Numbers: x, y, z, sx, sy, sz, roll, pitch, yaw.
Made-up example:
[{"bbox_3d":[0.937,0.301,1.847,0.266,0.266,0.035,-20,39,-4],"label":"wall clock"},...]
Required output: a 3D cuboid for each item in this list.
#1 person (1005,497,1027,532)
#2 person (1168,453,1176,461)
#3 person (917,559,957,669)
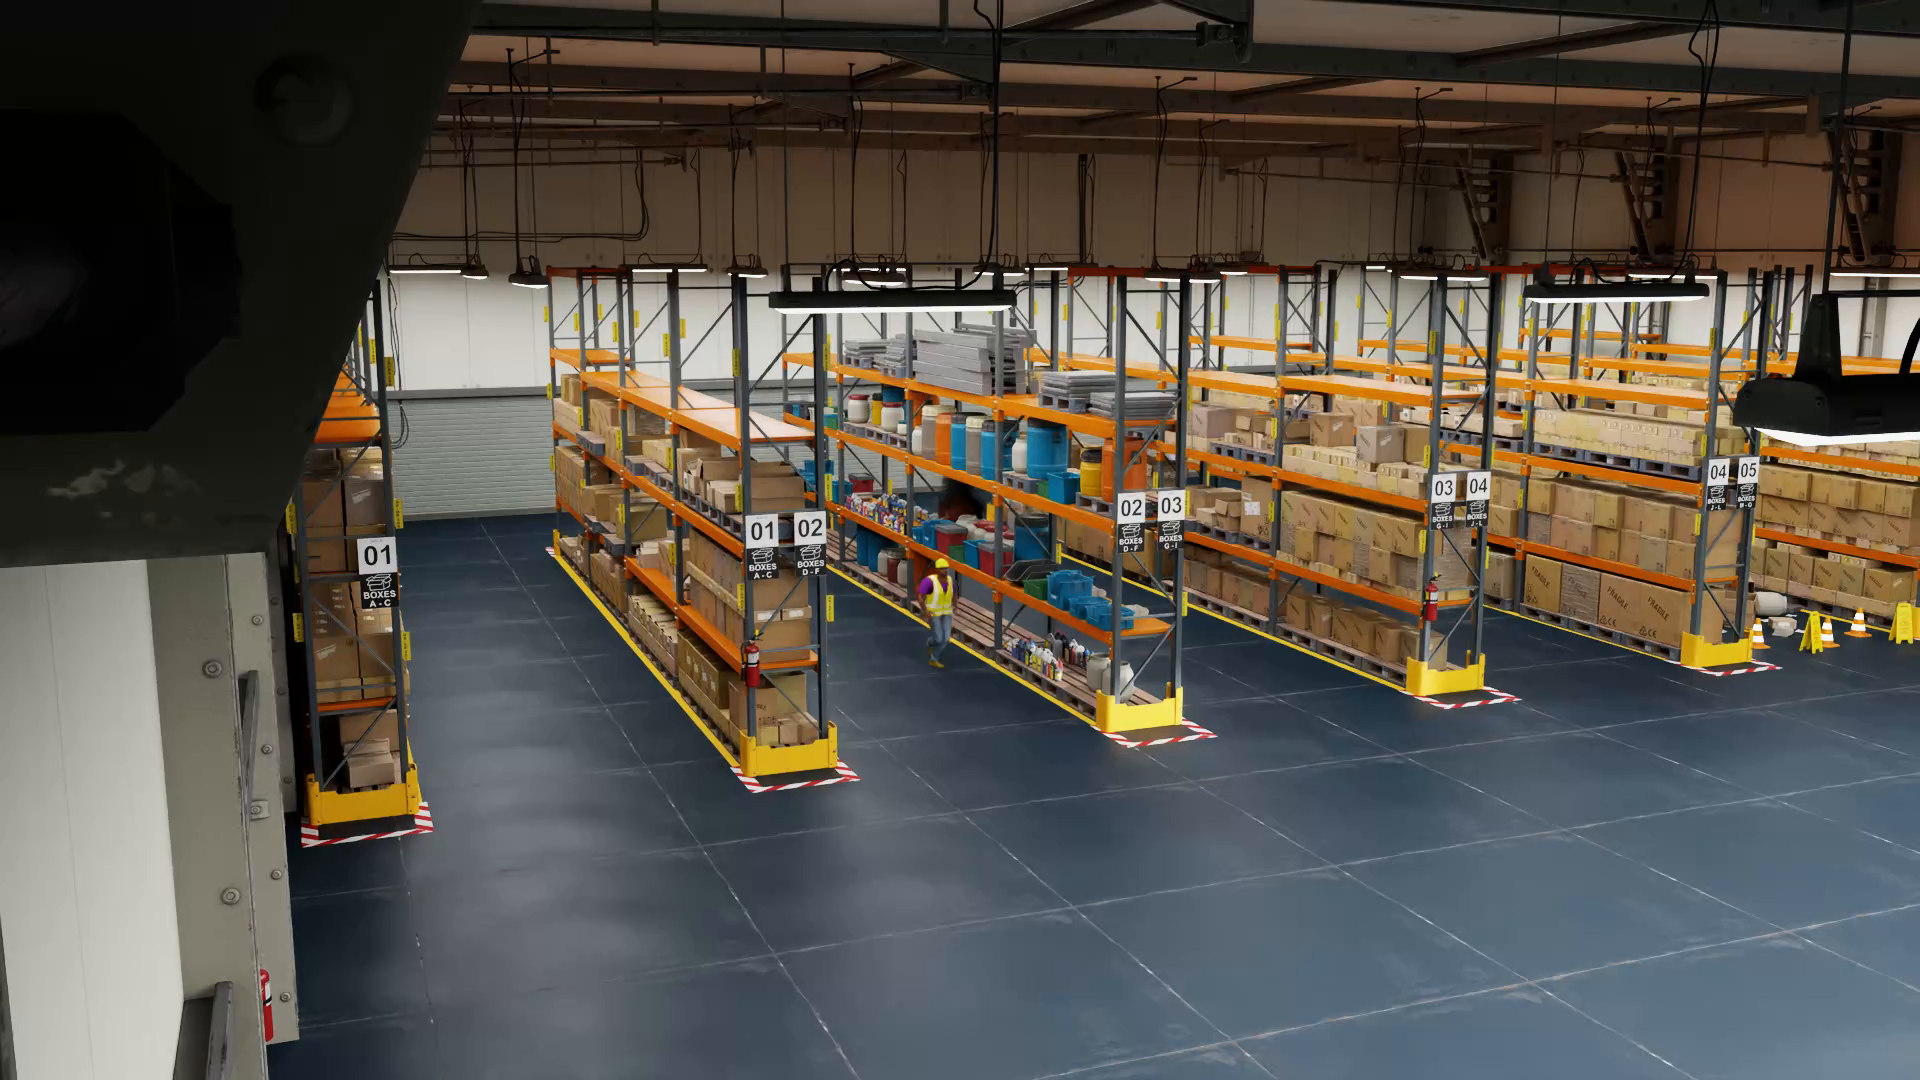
[{"bbox_3d":[1.161,-0.439,34.359,0.533,1.691,0.793,-3,10,-15],"label":"person"},{"bbox_3d":[5.377,-1.635,41.461,0.652,1.644,0.815,9,14,43],"label":"person"},{"bbox_3d":[-0.359,1.105,25.429,0.700,1.700,0.578,-5,11,-28],"label":"person"}]
